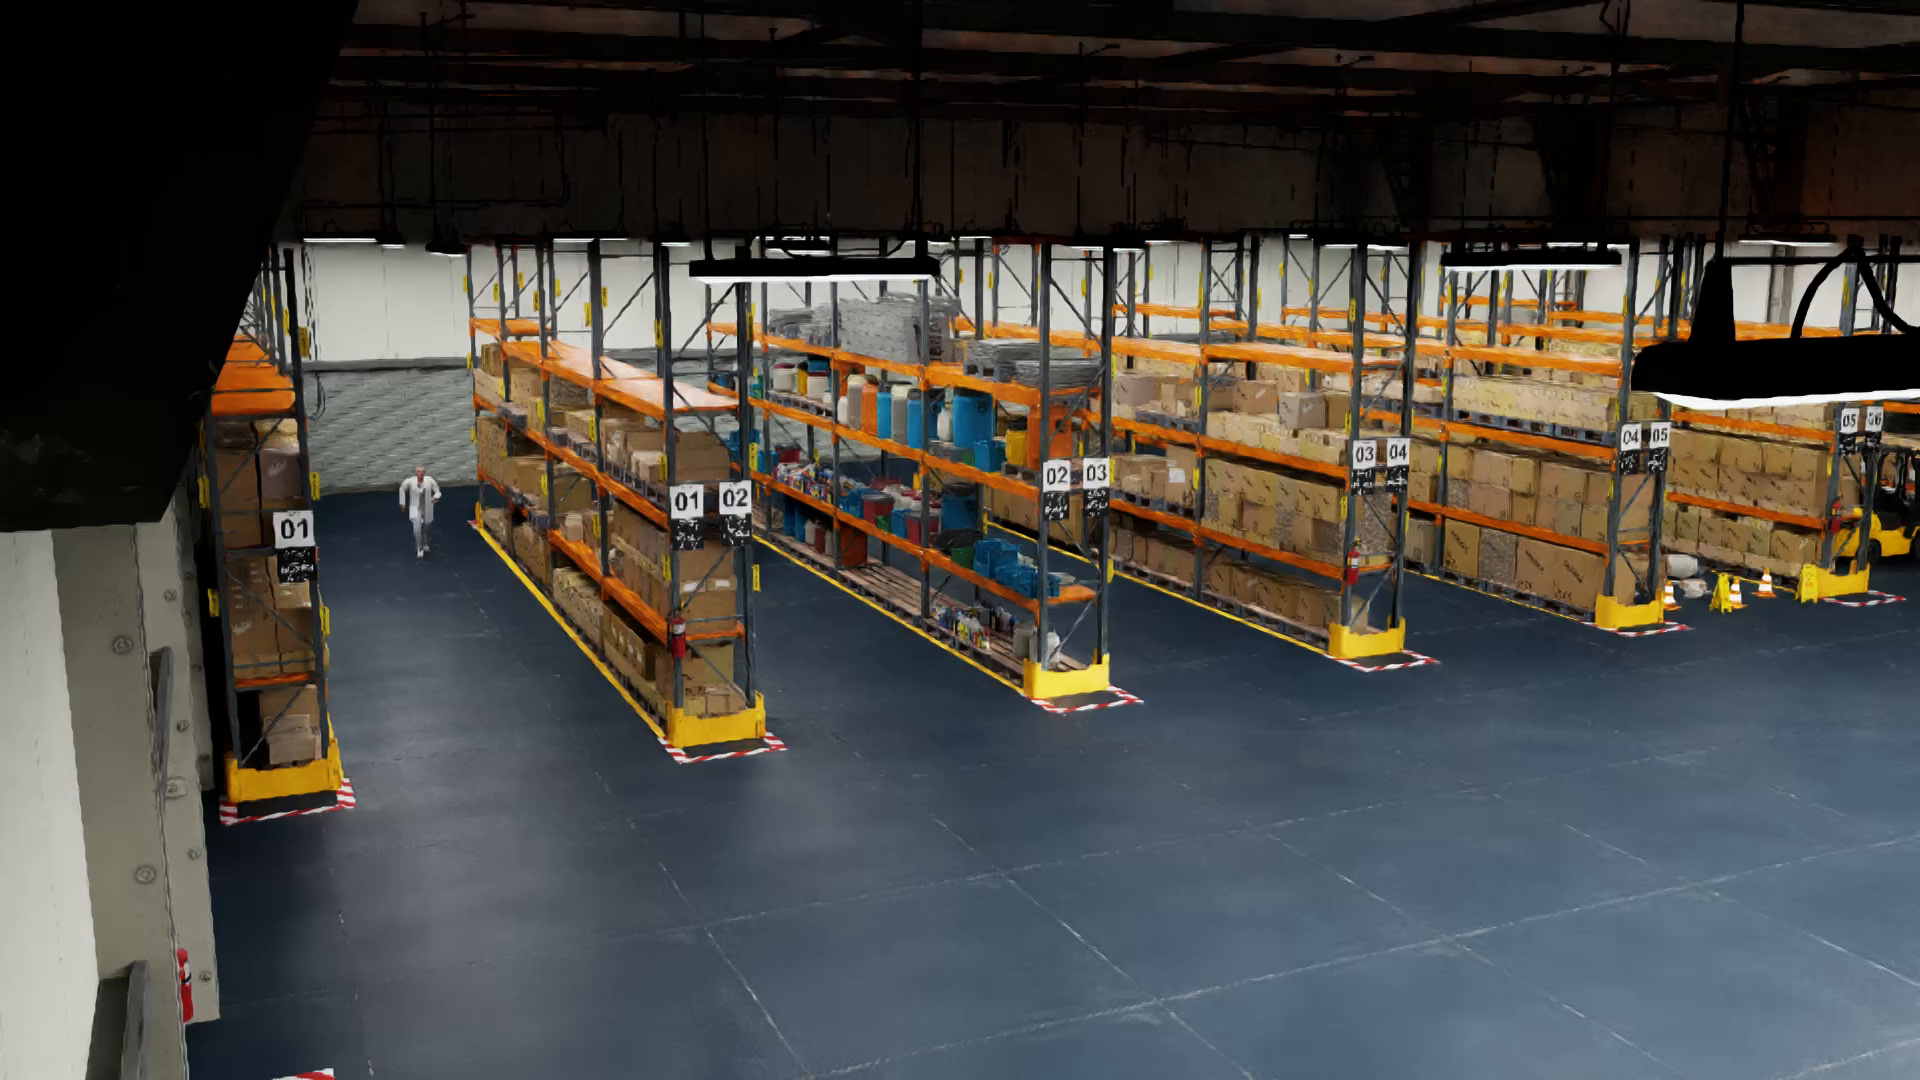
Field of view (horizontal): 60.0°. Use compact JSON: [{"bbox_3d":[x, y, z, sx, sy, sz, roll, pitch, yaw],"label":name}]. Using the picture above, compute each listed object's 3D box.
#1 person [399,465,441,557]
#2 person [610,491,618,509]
[{"bbox_3d":[-10.262,-0.594,31.680,0.733,1.709,0.930,-6,12,-27],"label":"person"},{"bbox_3d":[-6.978,-0.872,33.599,0.556,1.530,0.820,-6,13,-29],"label":"person"}]
